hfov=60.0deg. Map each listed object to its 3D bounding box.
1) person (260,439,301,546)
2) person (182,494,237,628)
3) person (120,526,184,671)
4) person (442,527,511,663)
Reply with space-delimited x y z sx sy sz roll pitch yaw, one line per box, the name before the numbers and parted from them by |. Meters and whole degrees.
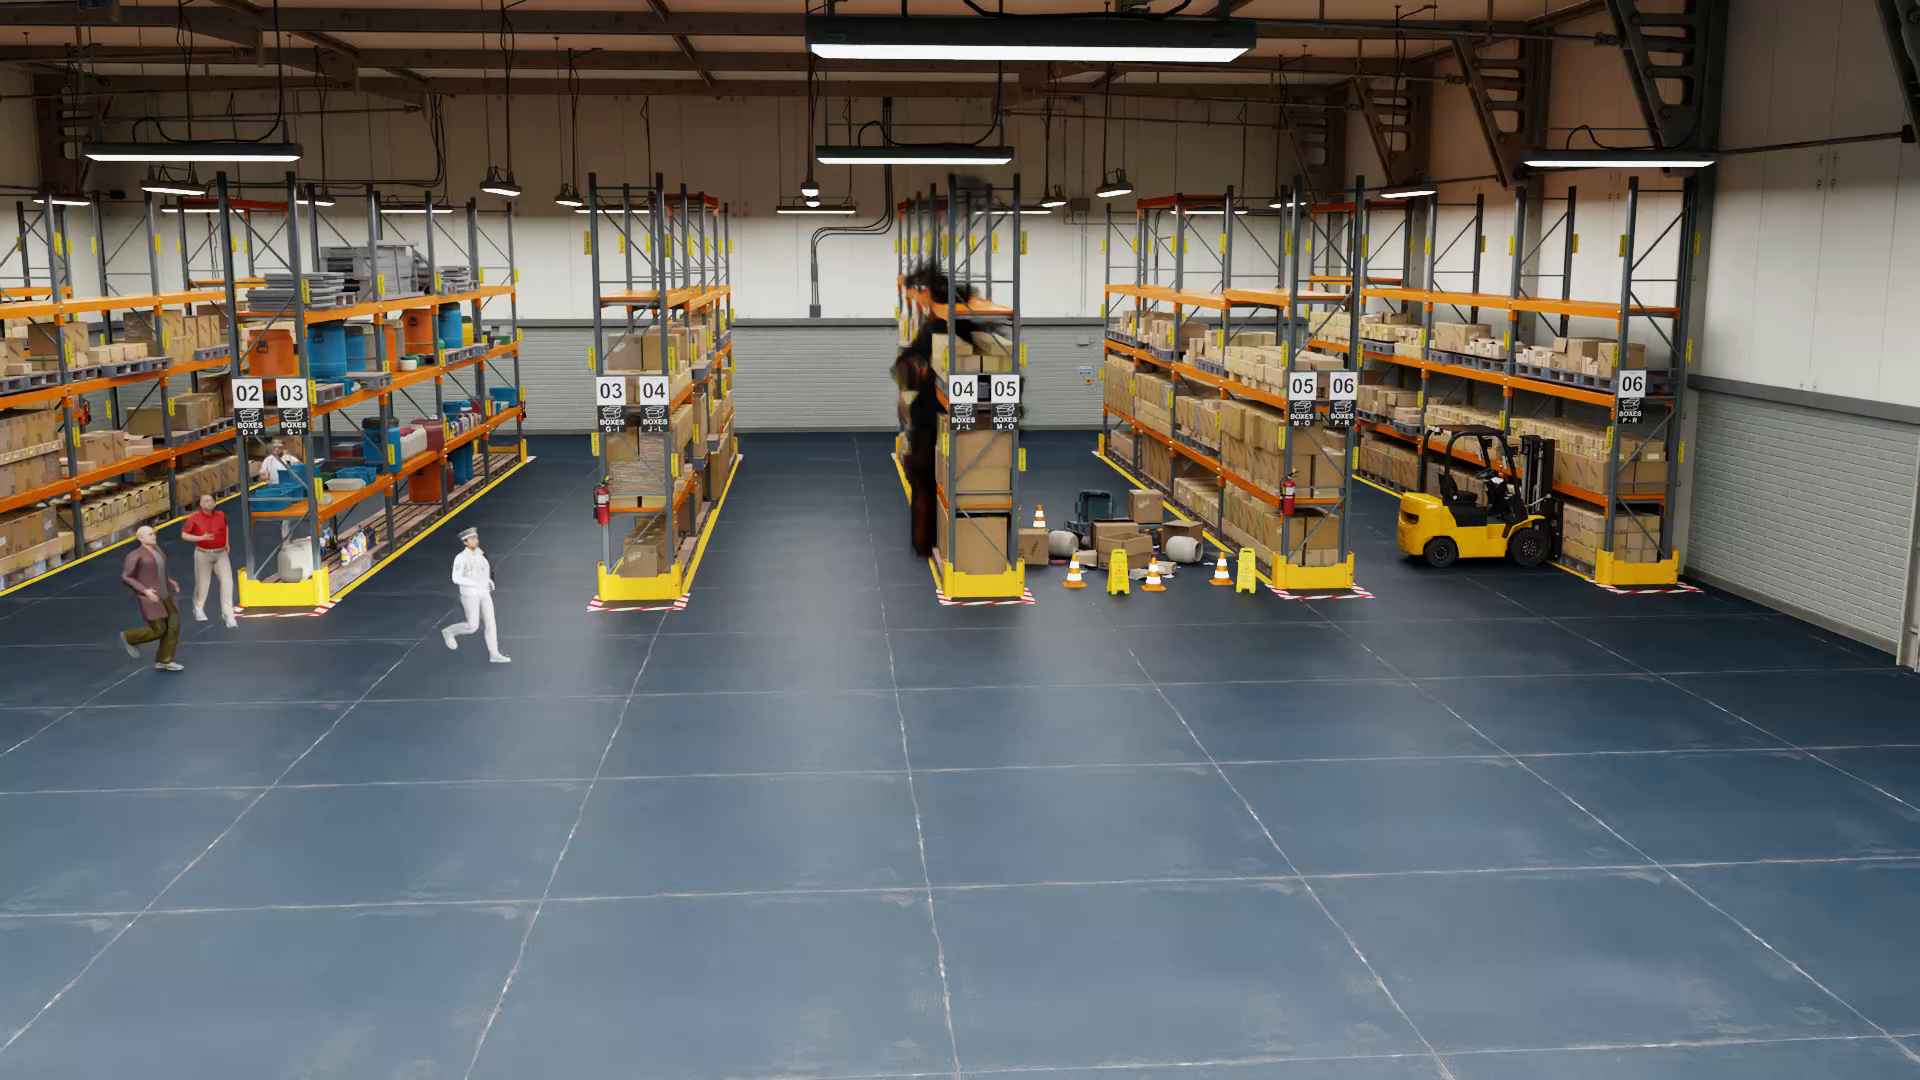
person | -11.466 -0.816 28.097 0.659 1.791 0.967 -2 10 -10
person | -9.998 0.268 22.175 0.661 1.777 0.803 -9 14 -42
person | -9.650 0.676 19.823 0.748 1.711 0.711 3 10 15
person | -5.862 0.656 20.166 0.949 1.646 0.630 5 11 26
